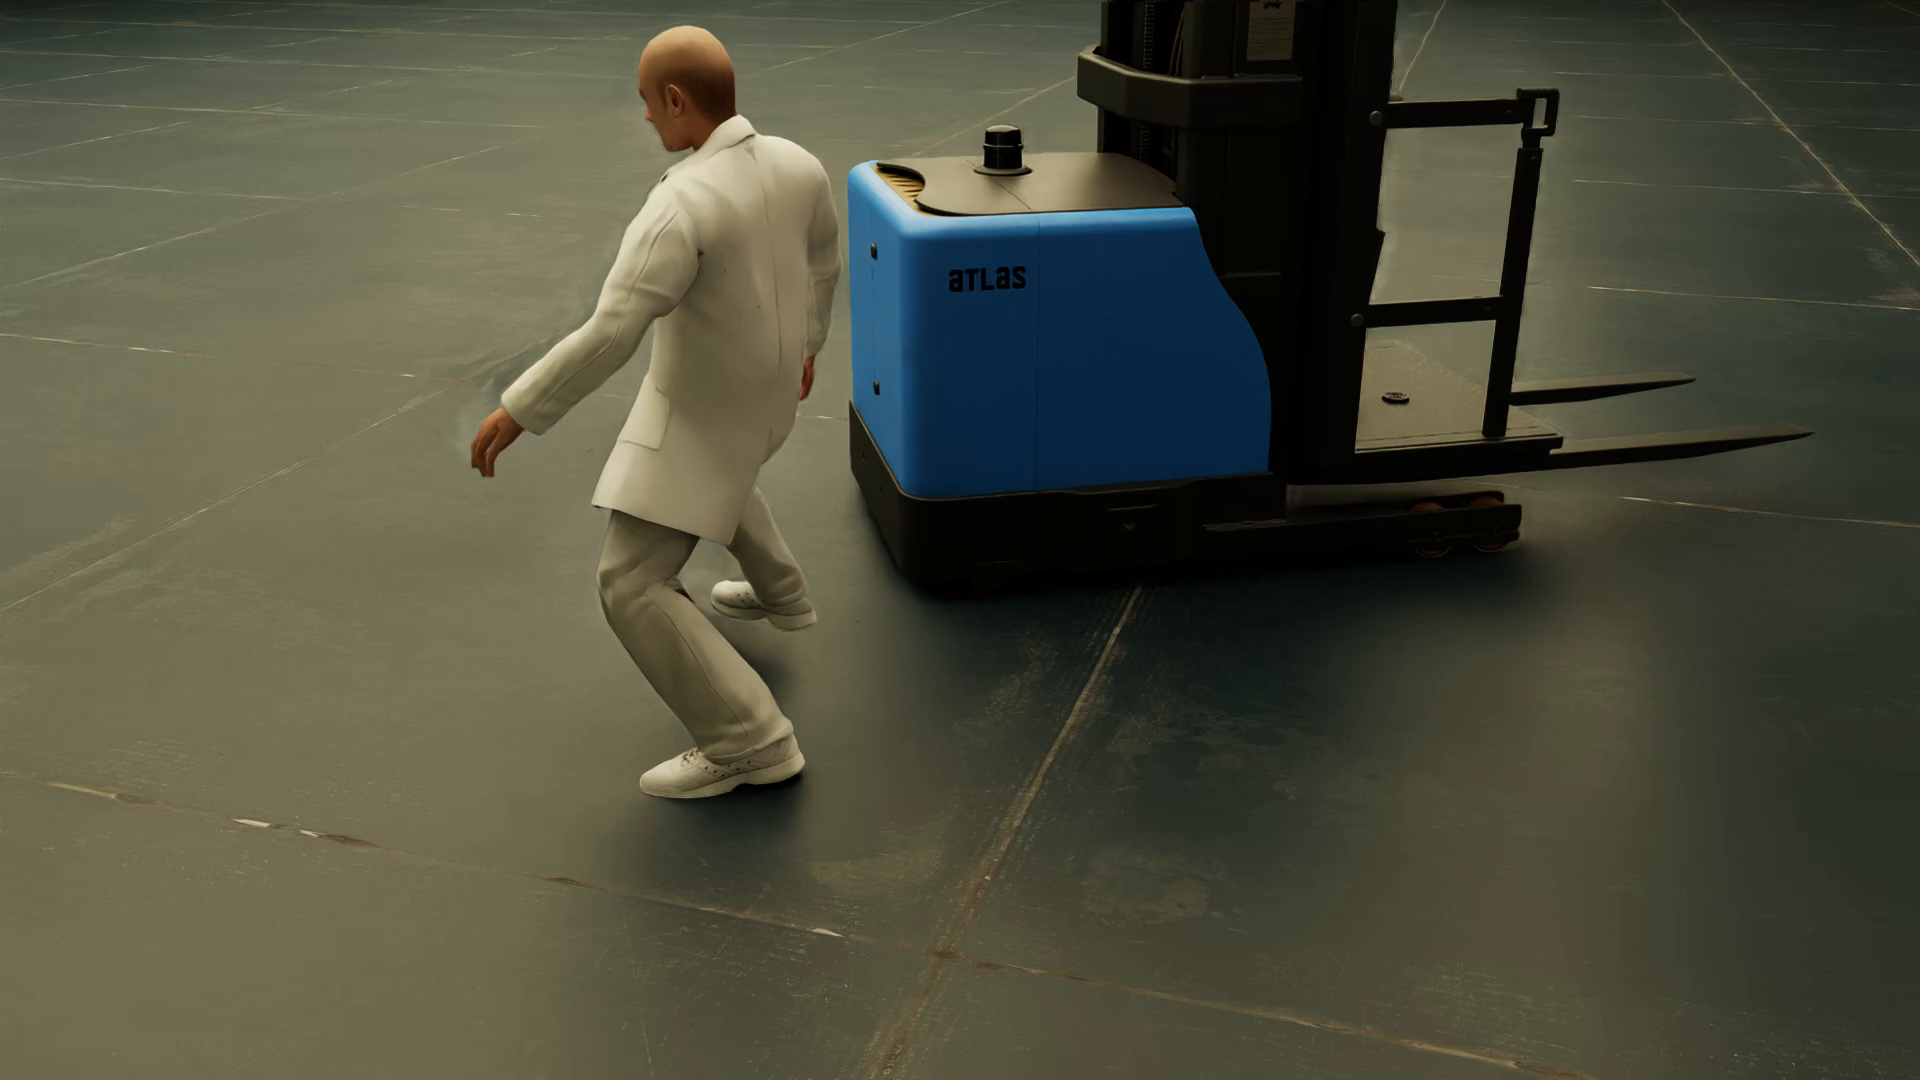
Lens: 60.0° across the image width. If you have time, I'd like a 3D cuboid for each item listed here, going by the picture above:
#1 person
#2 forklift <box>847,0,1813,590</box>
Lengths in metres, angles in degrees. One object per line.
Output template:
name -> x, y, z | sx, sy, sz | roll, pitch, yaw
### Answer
person -> -0.579, -0.319, 3.795 | 0.714, 1.645, 1.003 | 12, 25, 28
forklift -> 1.211, -1.491, 4.892 | 3.031, 2.935, 1.130 | -5, 23, -12
